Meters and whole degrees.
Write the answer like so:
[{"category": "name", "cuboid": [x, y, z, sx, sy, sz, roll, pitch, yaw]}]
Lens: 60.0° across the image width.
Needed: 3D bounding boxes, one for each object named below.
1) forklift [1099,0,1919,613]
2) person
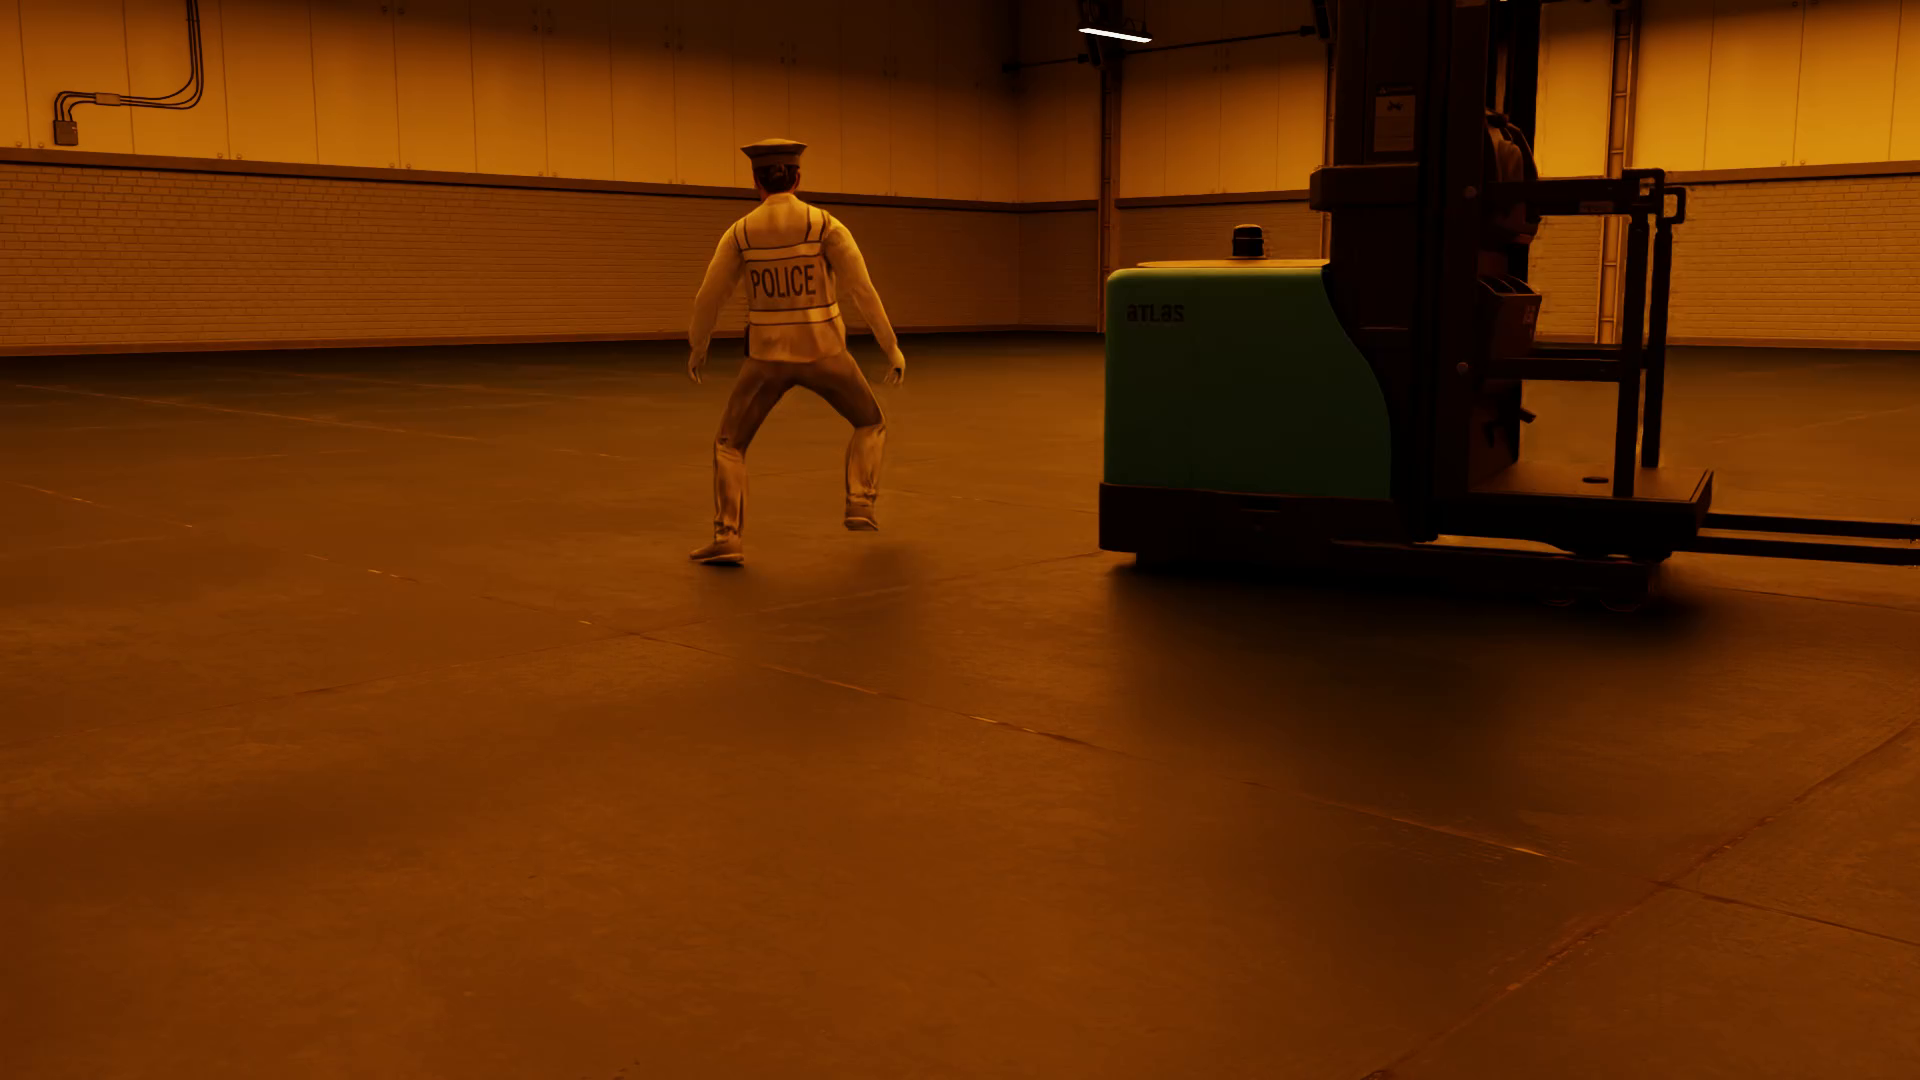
[{"category": "forklift", "cuboid": [2.057, -1.312, 5.585, 3.031, 2.935, 1.130, 4, 10, 26]}, {"category": "person", "cuboid": [-0.628, -0.699, 6.223, 0.856, 1.566, 0.570, 1, 9, 6]}]
